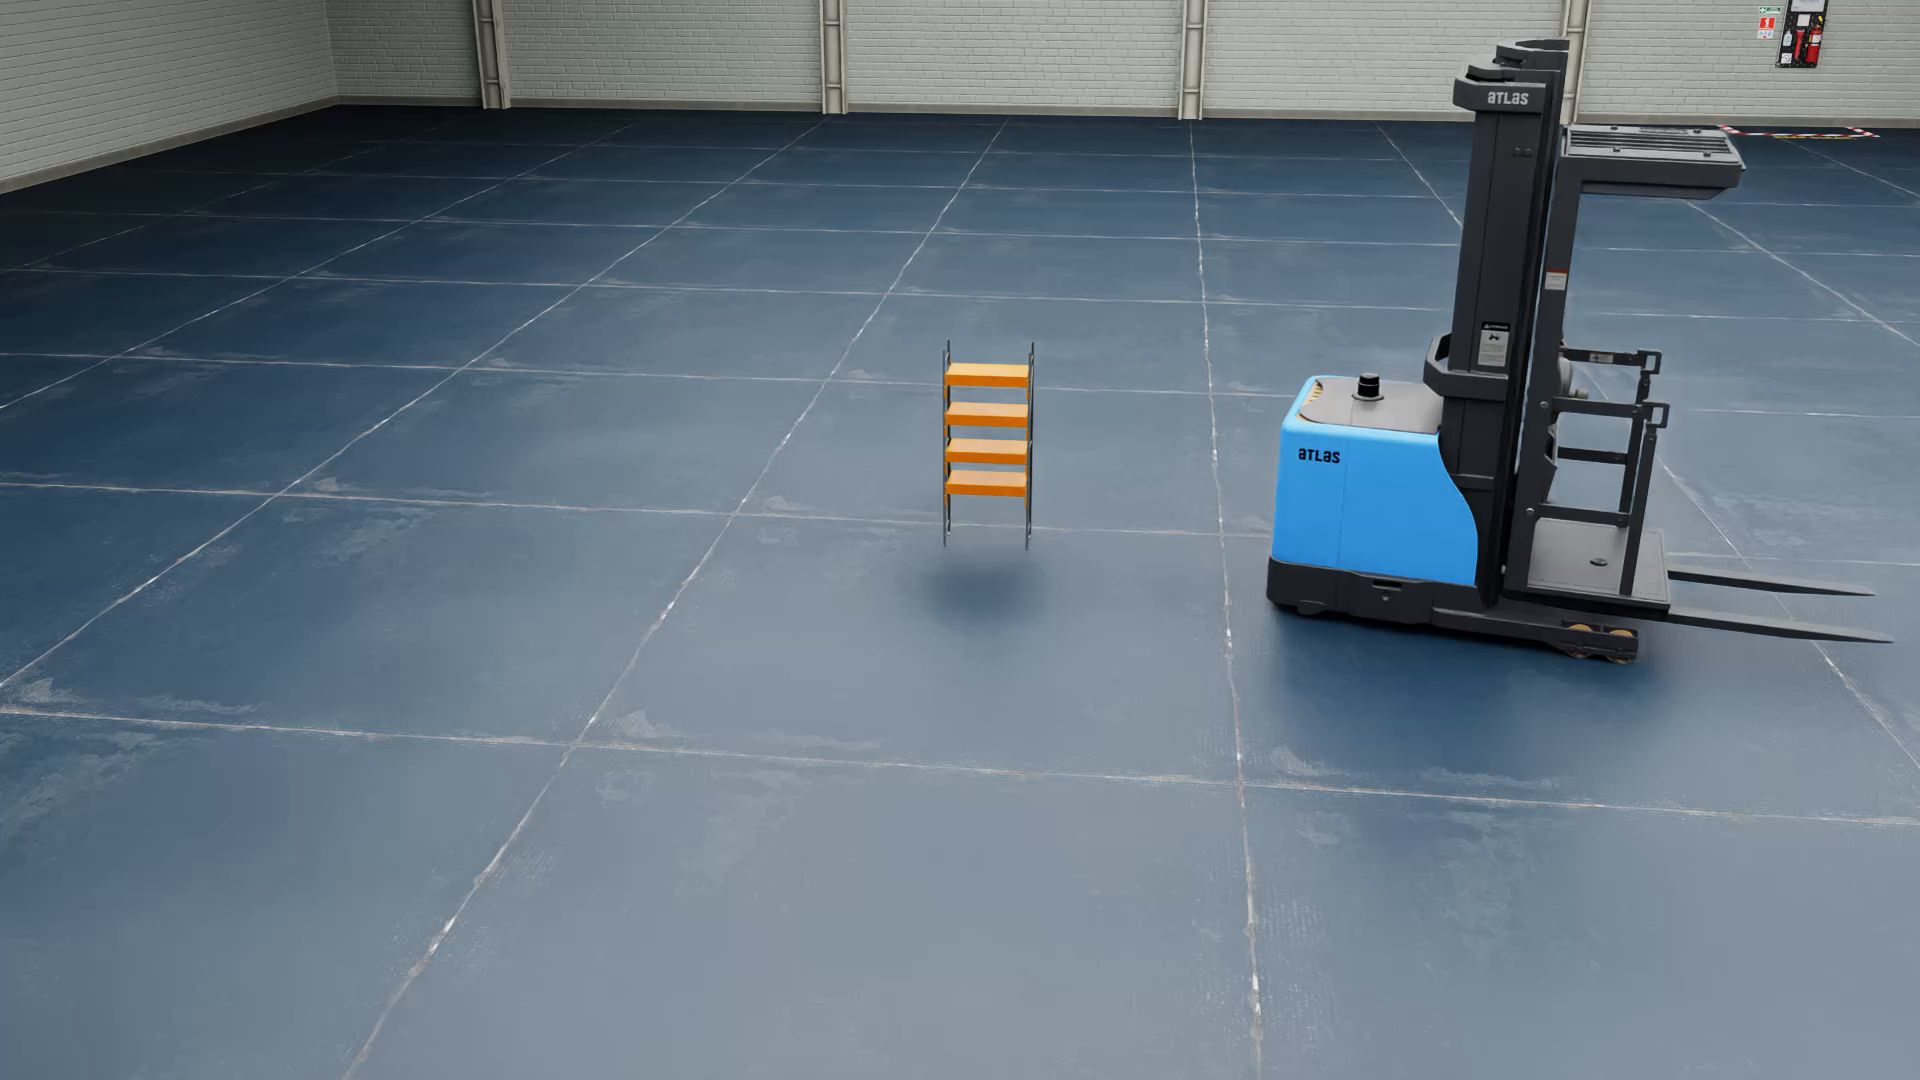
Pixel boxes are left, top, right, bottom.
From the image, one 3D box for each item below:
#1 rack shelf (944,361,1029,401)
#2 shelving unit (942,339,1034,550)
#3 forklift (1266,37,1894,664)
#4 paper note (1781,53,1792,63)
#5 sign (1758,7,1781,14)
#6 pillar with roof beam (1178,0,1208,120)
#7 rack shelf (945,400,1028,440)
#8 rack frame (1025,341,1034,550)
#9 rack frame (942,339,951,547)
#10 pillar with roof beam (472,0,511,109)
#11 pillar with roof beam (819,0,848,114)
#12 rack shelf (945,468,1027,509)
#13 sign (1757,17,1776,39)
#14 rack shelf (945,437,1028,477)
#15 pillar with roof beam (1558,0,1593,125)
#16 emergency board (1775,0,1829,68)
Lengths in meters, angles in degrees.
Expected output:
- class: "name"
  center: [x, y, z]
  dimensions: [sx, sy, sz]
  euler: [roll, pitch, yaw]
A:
- class: "rack shelf"
  center: [0.164, -0.916, 9.557]
  dimensions: [0.480, 0.148, 0.258]
  euler: [2, 22, 6]
- class: "shelving unit"
  center: [0.164, -0.551, 9.701]
  dimensions: [0.503, 1.200, 0.258]
  euler: [2, 22, 6]
- class: "forklift"
  center: [3.226, -0.962, 8.386]
  dimensions: [3.031, 2.935, 1.130]
  euler: [7, 23, 18]
- class: "paper note"
  center: [13.134, -7.653, 26.417]
  dimensions: [0.142, 0.148, 0.016]
  euler: [2, 22, 6]
- class: "sign"
  center: [12.768, -8.351, 26.215]
  dimensions: [0.331, 0.109, 0.001]
  euler: [2, 22, 6]
- class: "pillar with roof beam"
  center: [3.328, -9.647, 22.101]
  dimensions: [0.400, 9.000, 9.100]
  euler: [2, 22, 6]
- class: "rack shelf"
  center: [0.164, -0.696, 9.644]
  dimensions: [0.480, 0.148, 0.258]
  euler: [2, 22, 6]
- class: "rack frame"
  center: [0.407, -0.540, 9.674]
  dimensions: [0.015, 1.200, 0.240]
  euler: [2, 22, 6]
- class: "rack frame"
  center: [-0.078, -0.561, 9.728]
  dimensions: [0.015, 1.200, 0.240]
  euler: [2, 22, 6]
- class: "pillar with roof beam"
  center: [-8.589, -10.166, 23.414]
  dimensions: [0.400, 9.000, 9.100]
  euler: [2, 22, 6]
- class: "pillar with roof beam"
  center: [-2.631, -9.906, 22.757]
  dimensions: [0.400, 9.000, 9.100]
  euler: [2, 22, 6]
- class: "rack shelf"
  center: [0.164, -0.304, 9.799]
  dimensions: [0.480, 0.148, 0.258]
  euler: [2, 22, 6]
- class: "sign"
  center: [12.764, -8.108, 26.321]
  dimensions: [0.234, 0.329, 0.001]
  euler: [2, 22, 6]
- class: "rack shelf"
  center: [0.164, -0.488, 9.726]
  dimensions: [0.480, 0.148, 0.258]
  euler: [2, 22, 6]
- class: "pillar with roof beam"
  center: [9.286, -9.387, 21.444]
  dimensions: [0.400, 9.000, 9.100]
  euler: [2, 22, 6]
- class: "emergency board"
  center: [13.301, -8.030, 26.172]
  dimensions: [0.643, 1.169, 0.194]
  euler: [2, 22, 6]
